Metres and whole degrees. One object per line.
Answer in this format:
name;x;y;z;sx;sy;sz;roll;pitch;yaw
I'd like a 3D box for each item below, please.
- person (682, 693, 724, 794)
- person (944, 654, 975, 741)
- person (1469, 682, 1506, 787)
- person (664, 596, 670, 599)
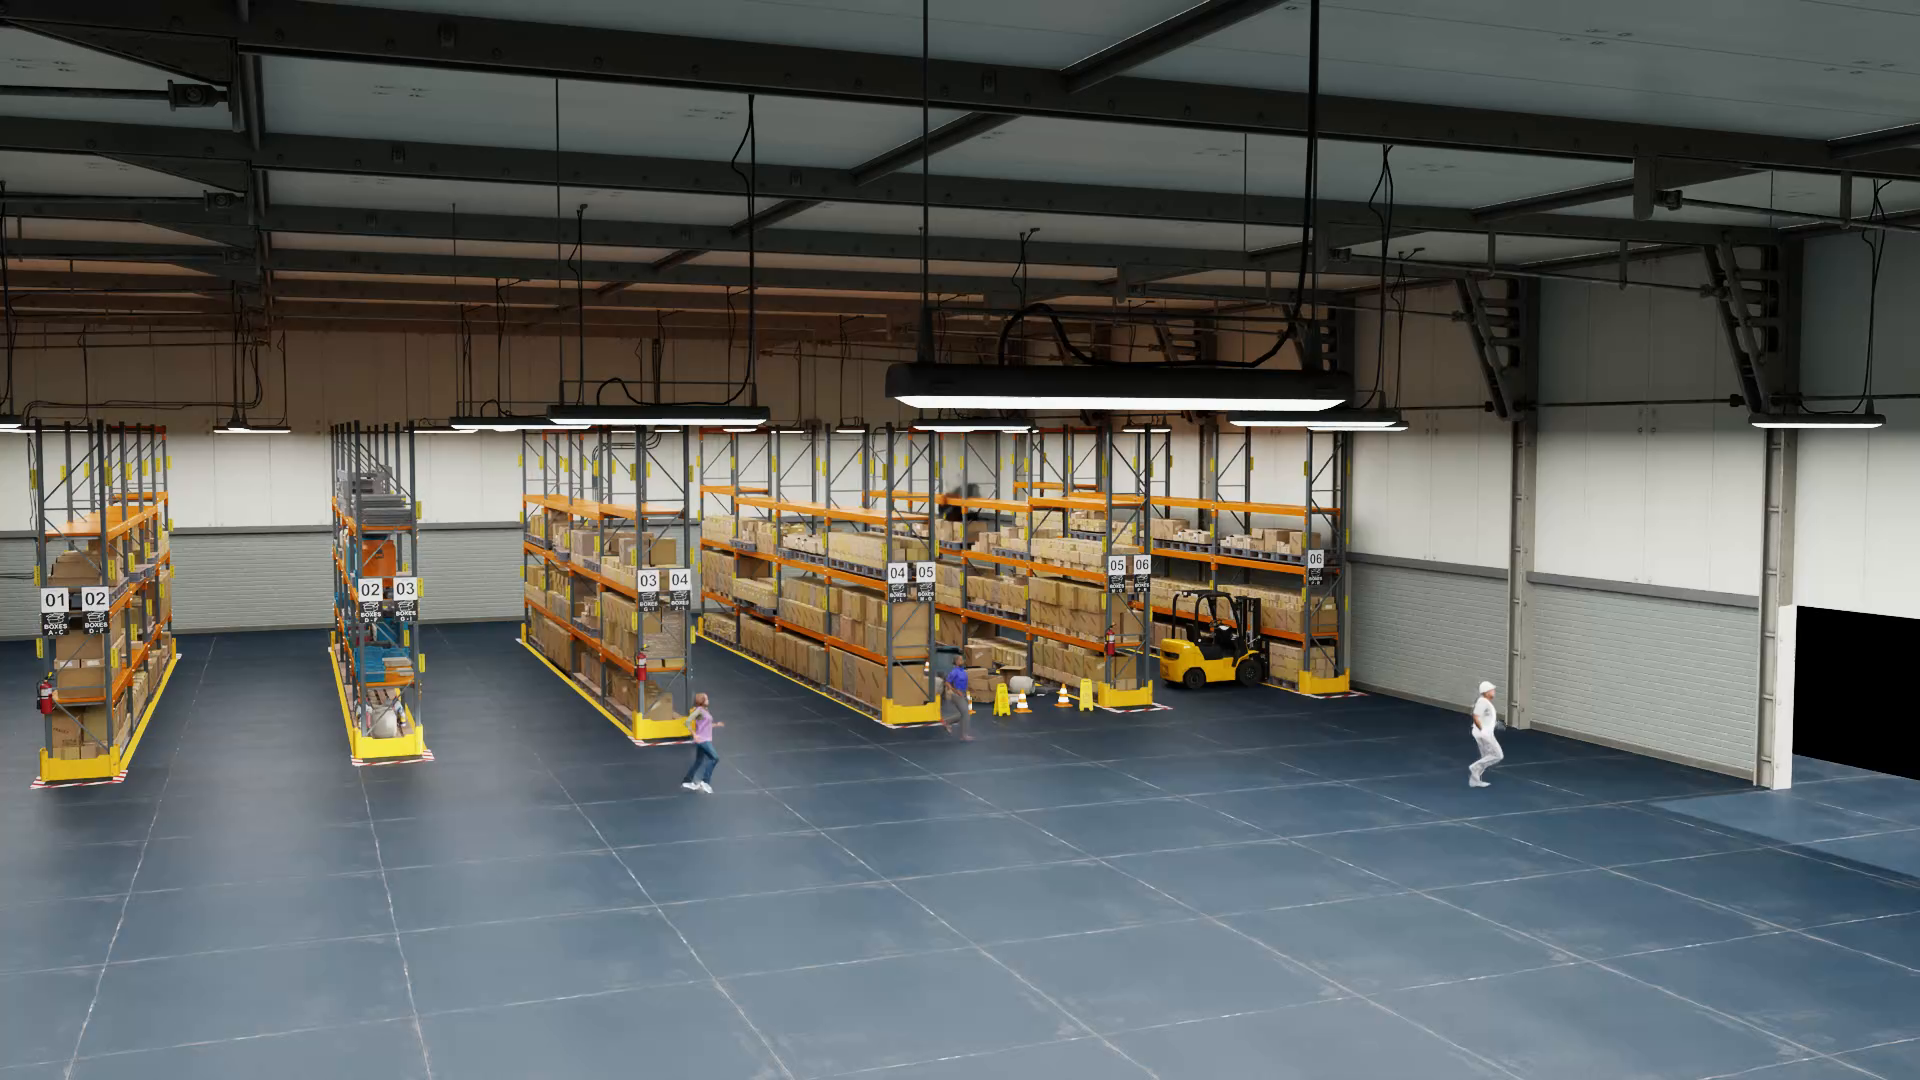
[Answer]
person;-4.118;3.257;26.655;0.683;1.628;0.504;0;4;-1
person;-0.045;2.958;31.331;0.701;1.608;0.580;2;4;28
person;8.608;3.168;27.097;0.567;1.723;0.621;1;4;14
person;-8.388;1.873;48.527;0.673;1.685;0.642;4;5;45
